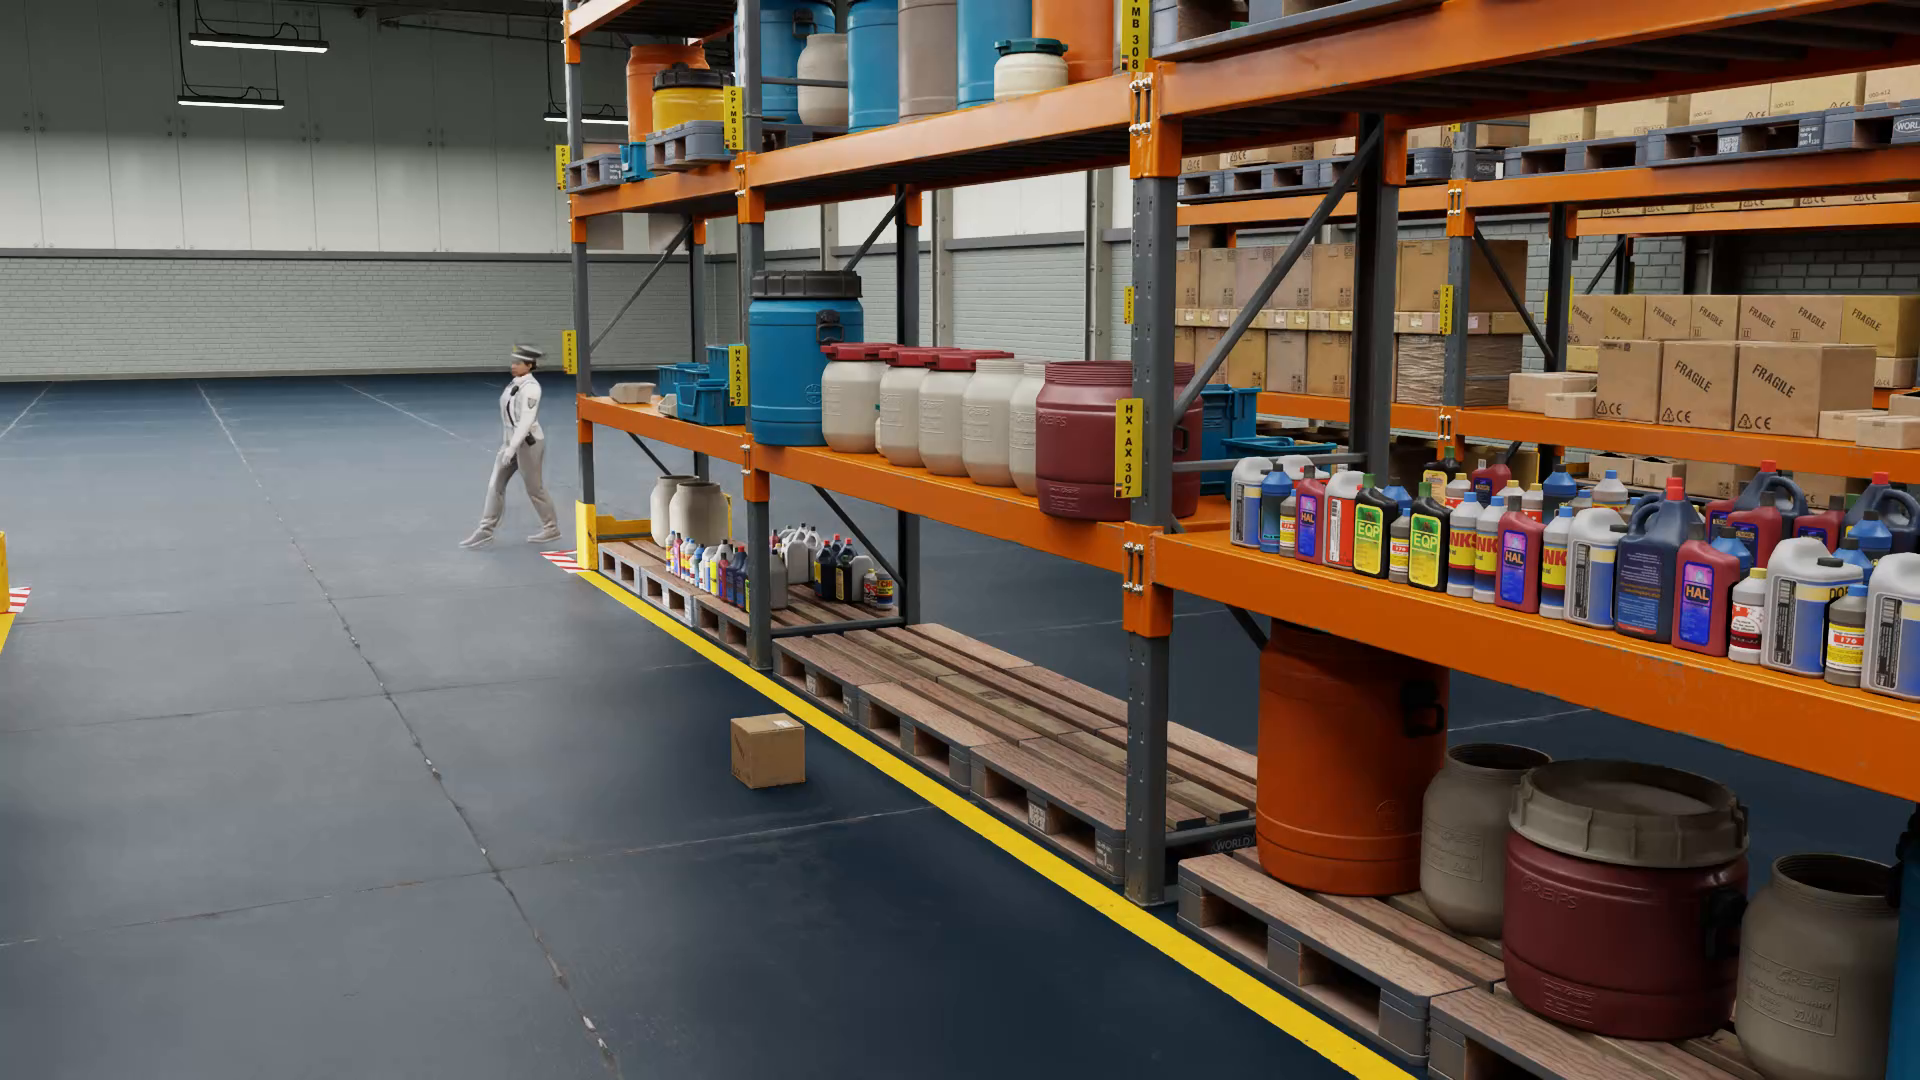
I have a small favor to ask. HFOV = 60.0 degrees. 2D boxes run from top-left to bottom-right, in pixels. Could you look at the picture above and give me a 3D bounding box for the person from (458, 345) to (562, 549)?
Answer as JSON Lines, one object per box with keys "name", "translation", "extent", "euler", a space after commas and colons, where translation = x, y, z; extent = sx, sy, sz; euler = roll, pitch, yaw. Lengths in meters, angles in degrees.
{"name": "person", "translation": [-3.648, -0.760, 13.538], "extent": [0.797, 1.656, 0.539], "euler": [-7, 11, -37]}
